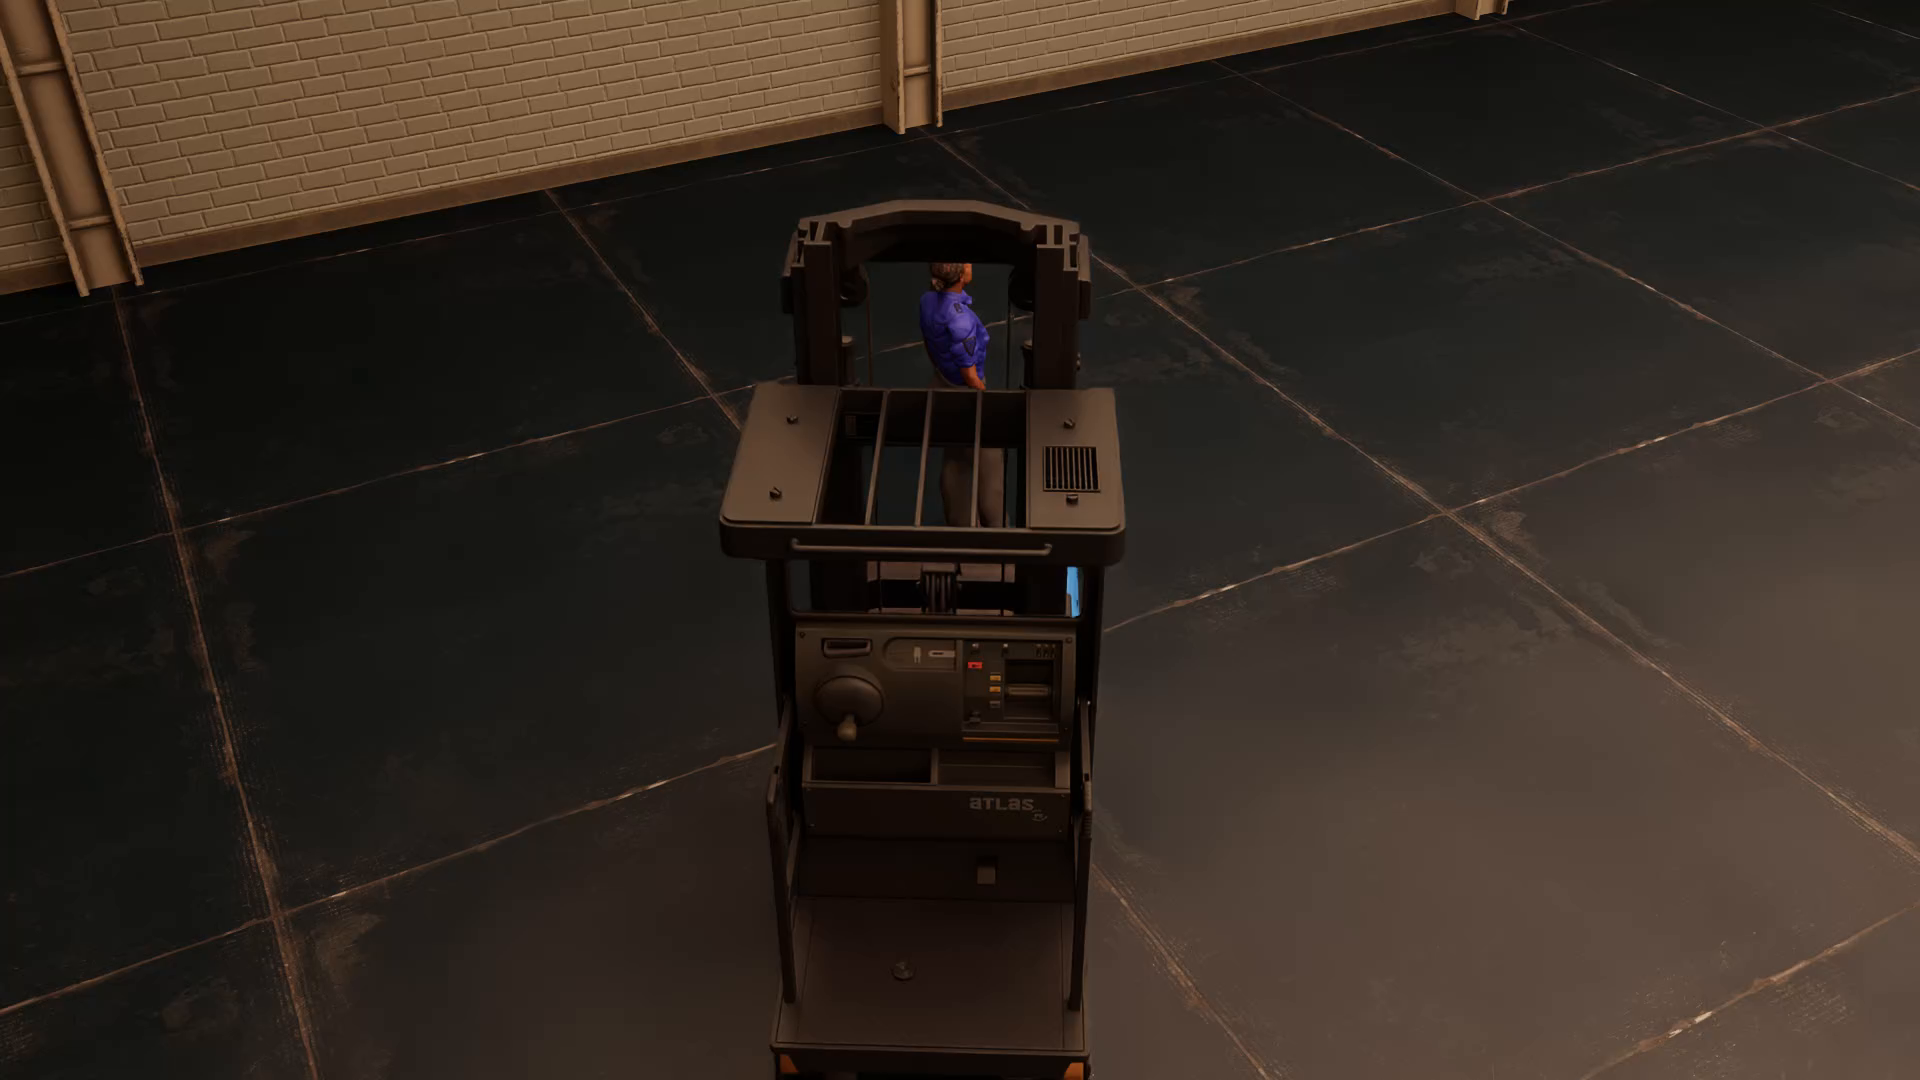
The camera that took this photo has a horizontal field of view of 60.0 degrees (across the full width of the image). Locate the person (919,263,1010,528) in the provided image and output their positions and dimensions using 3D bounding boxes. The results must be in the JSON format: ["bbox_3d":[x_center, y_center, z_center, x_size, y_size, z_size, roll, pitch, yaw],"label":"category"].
[{"bbox_3d":[0.087,-0.695,8.200,0.503,1.656,0.570,-17,39,-23],"label":"person"}]

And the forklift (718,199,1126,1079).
[{"bbox_3d":[-0.088,0.544,5.353,1.130,2.935,3.031,1,35,2],"label":"forklift"}]
